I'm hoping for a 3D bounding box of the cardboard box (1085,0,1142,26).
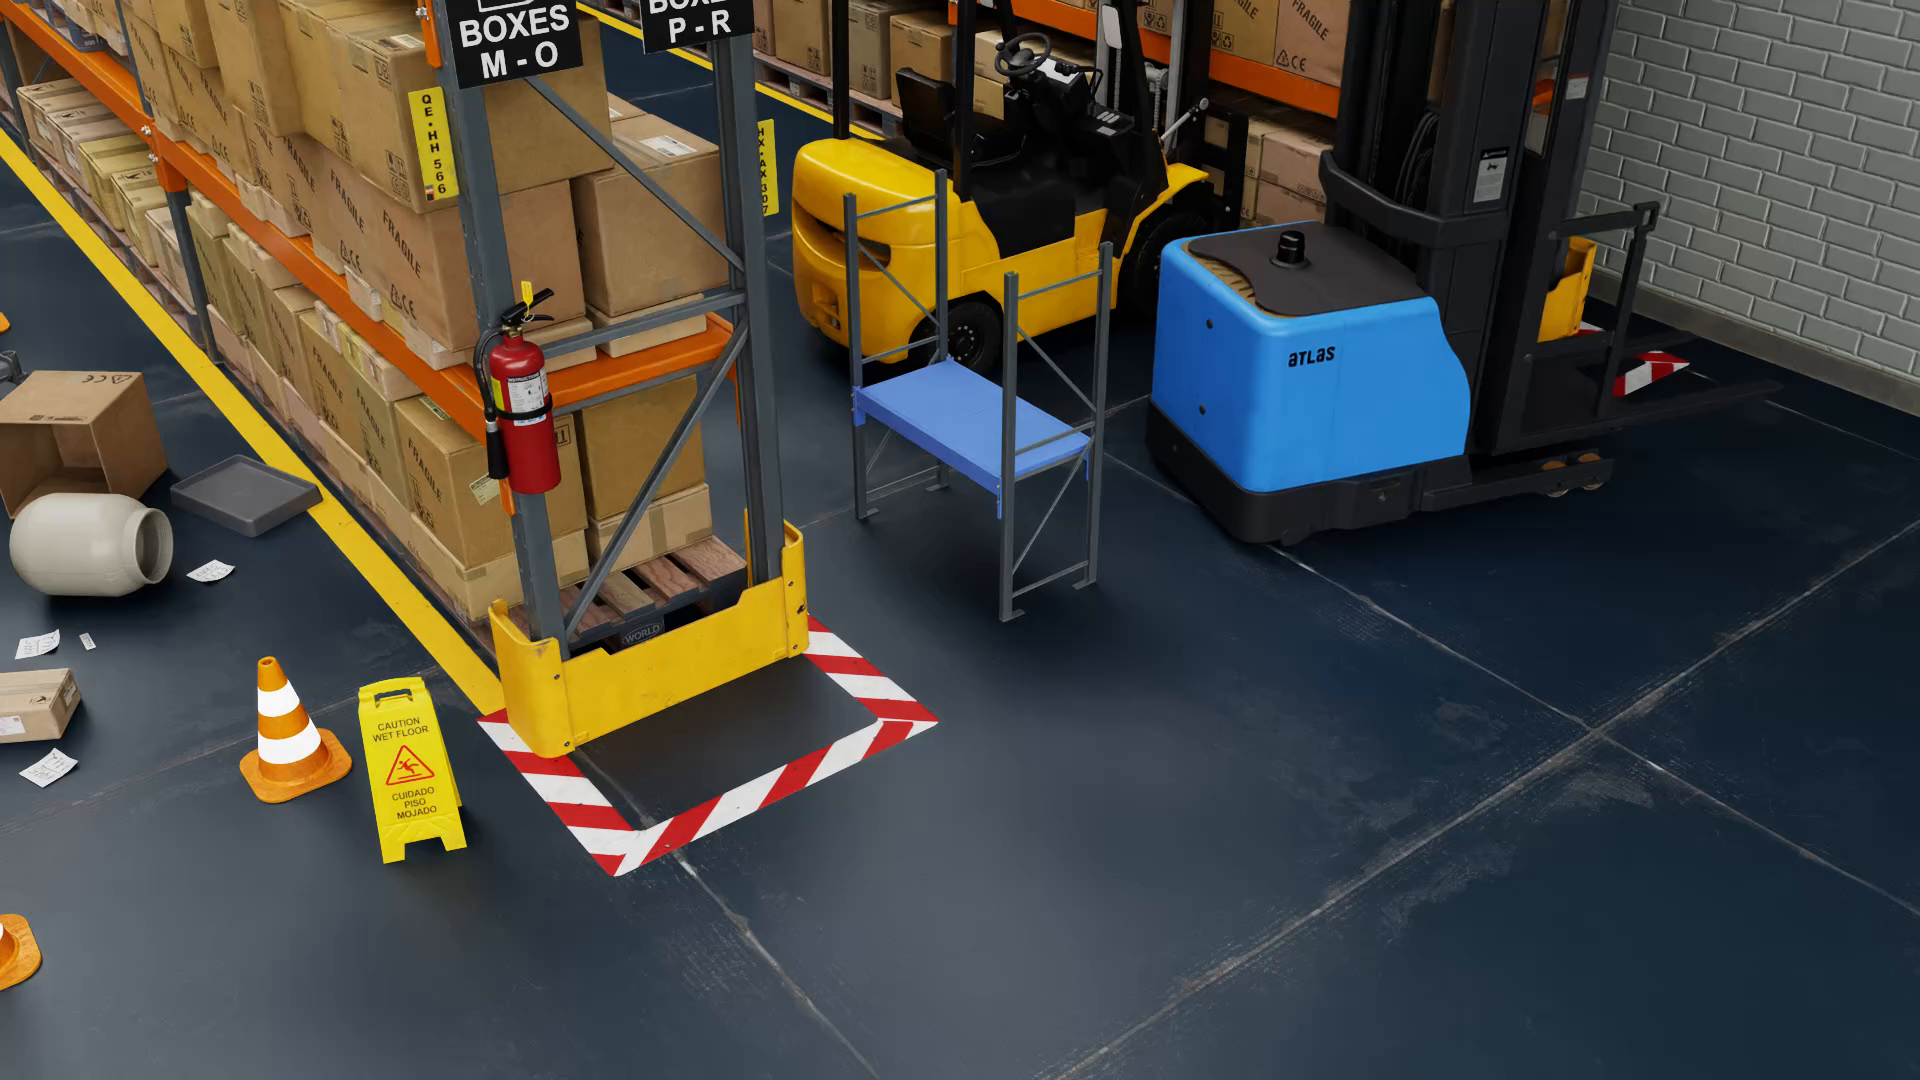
[{"bbox_3d":[1.085,-3.329,9.672,0.500,0.500,0.500,-23,38,-32],"label":"cardboard box"}]

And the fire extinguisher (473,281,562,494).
[{"bbox_3d":[-1.384,-0.474,5.243,0.296,0.674,0.183,-22,38,-31],"label":"fire extinguisher"}]

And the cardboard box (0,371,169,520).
[{"bbox_3d":[-3.961,-0.423,7.455,0.500,0.500,0.500,1,32,2],"label":"cardboard box"}]

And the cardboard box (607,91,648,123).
[{"bbox_3d":[-1.482,-1.374,6.243,0.500,0.500,0.500,-21,38,-30],"label":"cardboard box"}]

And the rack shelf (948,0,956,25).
[{"bbox_3d":[-0.851,-4.506,12.344,1.077,0.370,4.000,-22,38,-31],"label":"rack shelf"}]

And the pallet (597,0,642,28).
[{"bbox_3d":[-2.506,-4.784,14.752,1.003,0.211,1.213,-22,38,-31],"label":"pallet"}]

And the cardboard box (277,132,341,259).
[{"bbox_3d":[-2.249,-1.429,6.331,0.500,0.500,0.500,-22,38,-32],"label":"cardboard box"}]

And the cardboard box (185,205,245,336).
[{"bbox_3d":[-3.395,-1.366,8.104,0.500,0.500,0.500,-20,37,-29],"label":"cardboard box"}]

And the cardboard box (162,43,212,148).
[{"bbox_3d":[-3.168,-2.064,7.354,0.500,0.500,0.500,-22,38,-32],"label":"cardboard box"}]

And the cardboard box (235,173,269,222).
[{"bbox_3d":[-2.827,-1.492,7.048,0.380,0.149,0.250,-22,38,-31],"label":"cardboard box"}]

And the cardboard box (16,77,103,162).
[{"bbox_3d":[-5.658,-2.861,11.106,0.950,0.372,0.625,-25,40,-34],"label":"cardboard box"}]

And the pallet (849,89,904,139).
[{"bbox_3d":[-0.108,-3.088,12.021,1.003,0.211,1.213,-22,38,-31],"label":"pallet"}]

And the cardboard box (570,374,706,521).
[{"bbox_3d":[-1.382,-0.468,6.657,0.500,0.500,0.500,-24,39,-33],"label":"cardboard box"}]

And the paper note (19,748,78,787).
[{"bbox_3d":[-3.243,0.808,5.920,0.142,0.019,0.148,18,36,27],"label":"paper note"}]

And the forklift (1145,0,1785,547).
[{"bbox_3d":[2.447,-1.689,7.192,3.031,2.935,1.130,-11,33,-17],"label":"forklift"}]

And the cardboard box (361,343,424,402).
[{"bbox_3d":[-2.066,-0.689,6.398,0.380,0.149,0.250,-21,38,-30],"label":"cardboard box"}]

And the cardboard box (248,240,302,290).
[{"bbox_3d":[-2.882,-1.245,7.294,0.380,0.149,0.250,-20,37,-29],"label":"cardboard box"}]

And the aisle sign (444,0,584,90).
[{"bbox_3d":[-1.282,-1.688,4.661,0.394,0.787,0.004,-22,38,-31],"label":"aisle sign"}]

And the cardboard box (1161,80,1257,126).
[{"bbox_3d":[1.359,-2.469,9.642,0.500,0.250,0.500,-23,39,-32],"label":"cardboard box"}]

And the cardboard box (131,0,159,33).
[{"bbox_3d":[-3.149,-2.491,7.093,0.700,0.500,0.500,-22,38,-31],"label":"cardboard box"}]

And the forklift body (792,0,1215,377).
[{"bbox_3d":[0.224,-2.150,8.674,2.313,2.155,1.214,-22,38,-31],"label":"forklift body"}]

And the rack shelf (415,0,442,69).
[{"bbox_3d":[-2.317,-2.506,6.280,1.077,0.370,4.000,-22,38,-31],"label":"rack shelf"}]

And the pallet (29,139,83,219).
[{"bbox_3d":[-5.518,-2.527,11.118,1.003,0.211,1.213,-22,38,-31],"label":"pallet"}]

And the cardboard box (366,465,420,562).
[{"bbox_3d":[-2.110,-0.182,6.908,0.500,0.250,0.500,-22,38,-31],"label":"cardboard box"}]

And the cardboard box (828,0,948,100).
[{"bbox_3d":[-0.424,-3.687,12.196,0.875,0.625,0.625,-23,38,-32],"label":"cardboard box"}]

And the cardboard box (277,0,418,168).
[{"bbox_3d":[-1.881,-1.653,5.743,0.700,0.500,0.500,-22,38,-31],"label":"cardboard box"}]

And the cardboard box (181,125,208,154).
[{"bbox_3d":[-3.408,-1.940,7.769,0.380,0.149,0.250,-21,38,-30],"label":"cardboard box"}]

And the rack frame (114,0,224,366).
[{"bbox_3d":[-3.544,-2.370,8.224,1.000,3.000,0.127,-22,38,-31],"label":"rack frame"}]

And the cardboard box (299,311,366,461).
[{"bbox_3d":[-2.415,-0.711,7.049,0.500,0.500,0.500,-23,39,-32],"label":"cardboard box"}]

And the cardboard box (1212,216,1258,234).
[{"bbox_3d":[1.693,-1.837,9.572,0.500,0.250,0.500,-22,38,-31],"label":"cardboard box"}]

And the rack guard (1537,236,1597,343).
[{"bbox_3d":[2.843,-1.239,8.771,1.175,0.500,0.348,-22,38,-31],"label":"rack guard"}]

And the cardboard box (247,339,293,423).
[{"bbox_3d":[-3.059,-0.829,7.949,0.500,0.250,0.500,-20,37,-29],"label":"cardboard box"}]

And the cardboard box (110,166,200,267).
[{"bbox_3d":[-4.311,-1.949,9.637,0.950,0.372,0.625,-20,37,-29],"label":"cardboard box"}]

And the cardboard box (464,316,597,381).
[{"bbox_3d":[-1.489,-0.683,5.745,0.380,0.149,0.250,-21,37,-30],"label":"cardboard box"}]

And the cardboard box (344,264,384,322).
[{"bbox_3d":[-2.054,-0.964,6.198,0.380,0.149,0.250,-22,38,-31],"label":"cardboard box"}]

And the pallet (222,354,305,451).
[{"bbox_3d":[-3.104,-0.917,8.527,1.003,0.211,1.213,-22,38,-31],"label":"pallet"}]

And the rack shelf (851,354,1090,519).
[{"bbox_3d":[0.052,-0.449,6.892,0.538,0.185,1.000,-22,38,-31],"label":"rack shelf"}]

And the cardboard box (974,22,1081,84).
[{"bbox_3d":[0.424,-3.110,10.675,0.500,0.250,0.500,-23,39,-32],"label":"cardboard box"}]

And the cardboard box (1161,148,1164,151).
[{"bbox_3d":[1.346,-2.266,9.789,0.500,0.250,0.500,-22,38,-32],"label":"cardboard box"}]

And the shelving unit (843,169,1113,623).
[{"bbox_3d":[0.052,-0.602,6.797,0.538,1.500,1.048,-22,38,-31],"label":"shelving unit"}]

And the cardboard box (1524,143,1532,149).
[{"bbox_3d":[2.683,-2.007,8.900,0.500,0.250,0.500,-23,39,-32],"label":"cardboard box"}]

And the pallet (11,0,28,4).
[{"bbox_3d":[-5.475,-3.693,10.536,1.213,0.211,1.003,-22,38,-31],"label":"pallet"}]

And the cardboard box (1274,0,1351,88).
[{"bbox_3d":[2.008,-2.693,8.648,0.500,0.500,0.500,-21,38,-30],"label":"cardboard box"}]

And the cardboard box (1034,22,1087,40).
[{"bbox_3d":[0.830,-3.270,10.933,0.500,0.250,0.500,-21,38,-30],"label":"cardboard box"}]

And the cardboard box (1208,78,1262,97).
[{"bbox_3d":[1.767,-2.642,9.922,0.500,0.250,0.500,-23,39,-32],"label":"cardboard box"}]

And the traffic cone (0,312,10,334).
[{"bbox_3d":[-5.410,-1.357,8.996,0.336,0.463,0.334,-22,38,-31],"label":"traffic cone"}]

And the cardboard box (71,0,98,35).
[{"bbox_3d":[-4.411,-2.779,8.721,0.380,0.149,0.250,-23,39,-32],"label":"cardboard box"}]

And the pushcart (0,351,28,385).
[{"bbox_3d":[-5.314,-0.498,7.694,0.936,0.377,1.648,18,36,27],"label":"pushcart"}]

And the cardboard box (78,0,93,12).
[{"bbox_3d":[-4.313,-3.042,8.530,0.500,0.500,0.500,-22,38,-31],"label":"cardboard box"}]

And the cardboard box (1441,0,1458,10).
[{"bbox_3d":[2.394,-2.683,8.017,0.380,0.149,0.250,-22,38,-31],"label":"cardboard box"}]
